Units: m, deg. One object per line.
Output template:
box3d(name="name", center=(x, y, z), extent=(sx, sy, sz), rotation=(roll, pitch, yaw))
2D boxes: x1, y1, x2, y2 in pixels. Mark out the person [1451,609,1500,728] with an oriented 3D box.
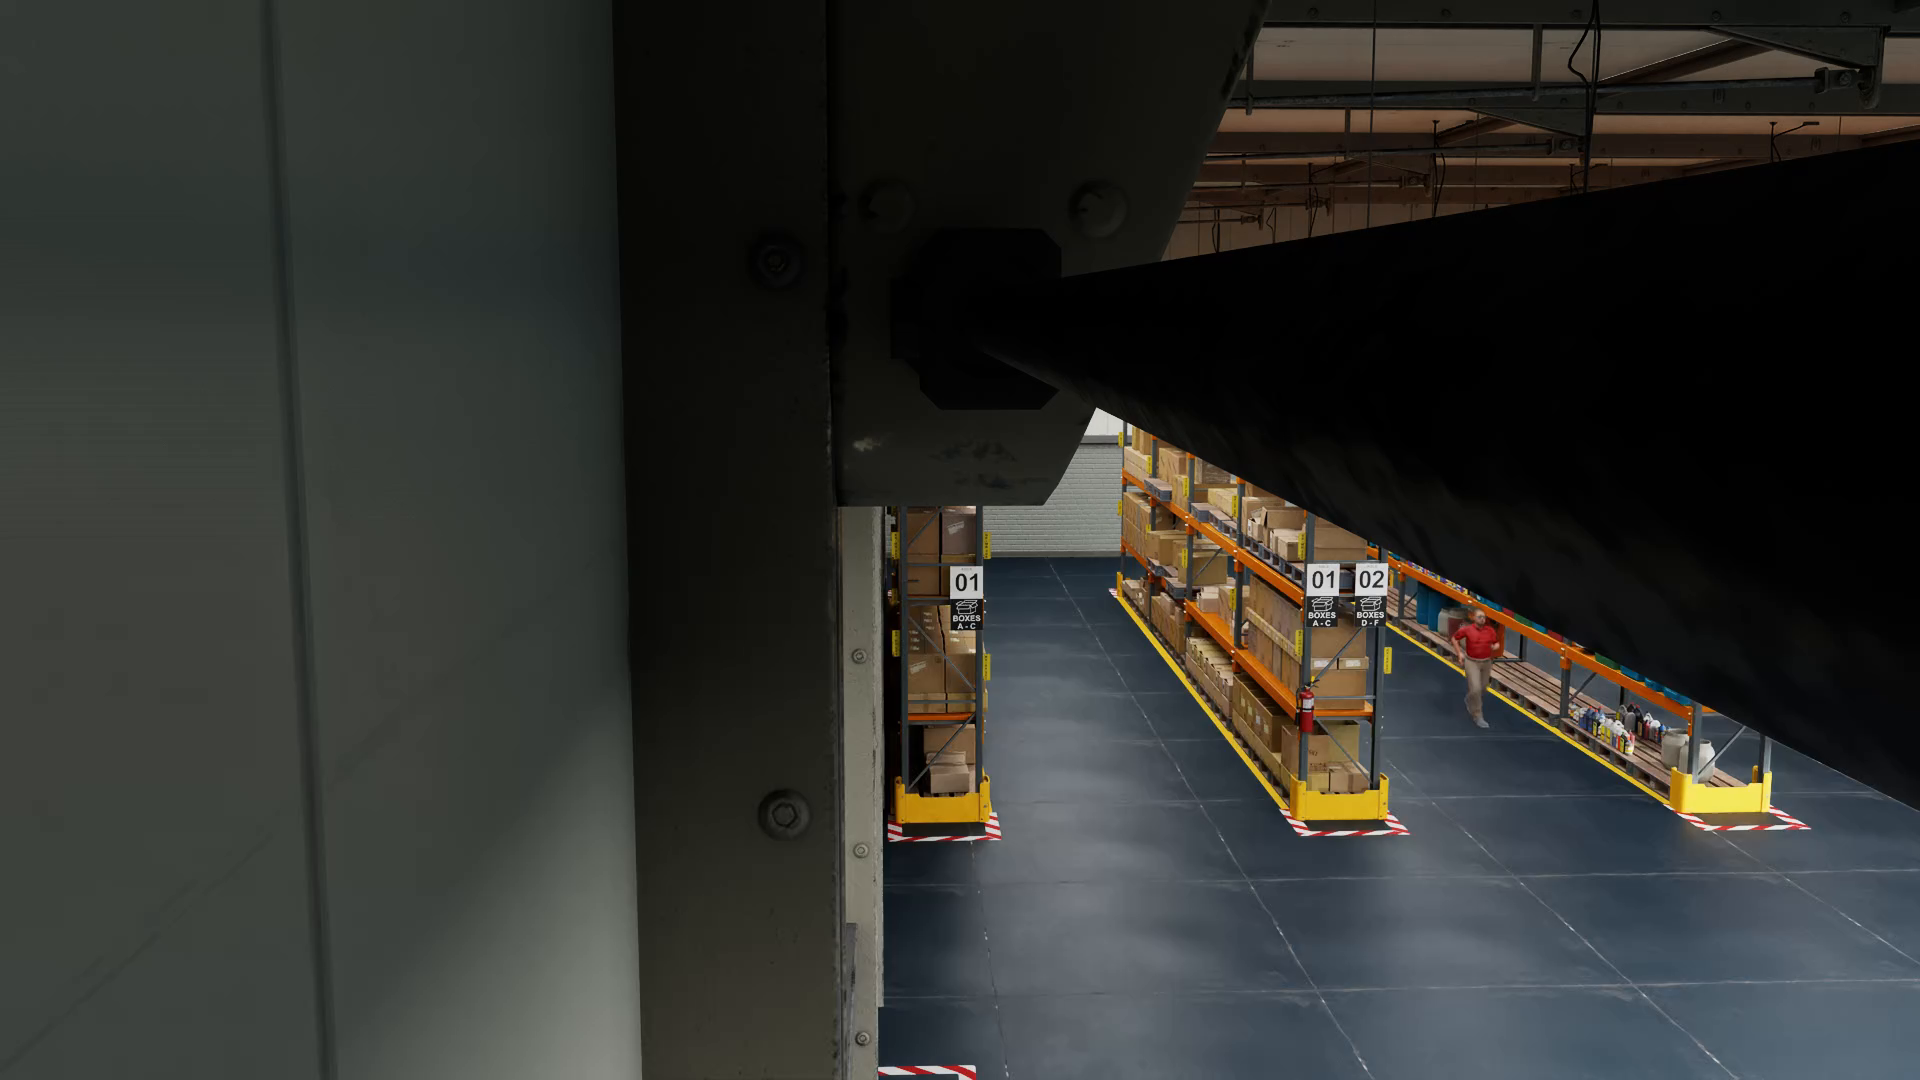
box3d(name="person", center=(7.884, 1.910, 25.307), extent=(0.662, 1.716, 0.962), rotation=(-1, 8, -10))
